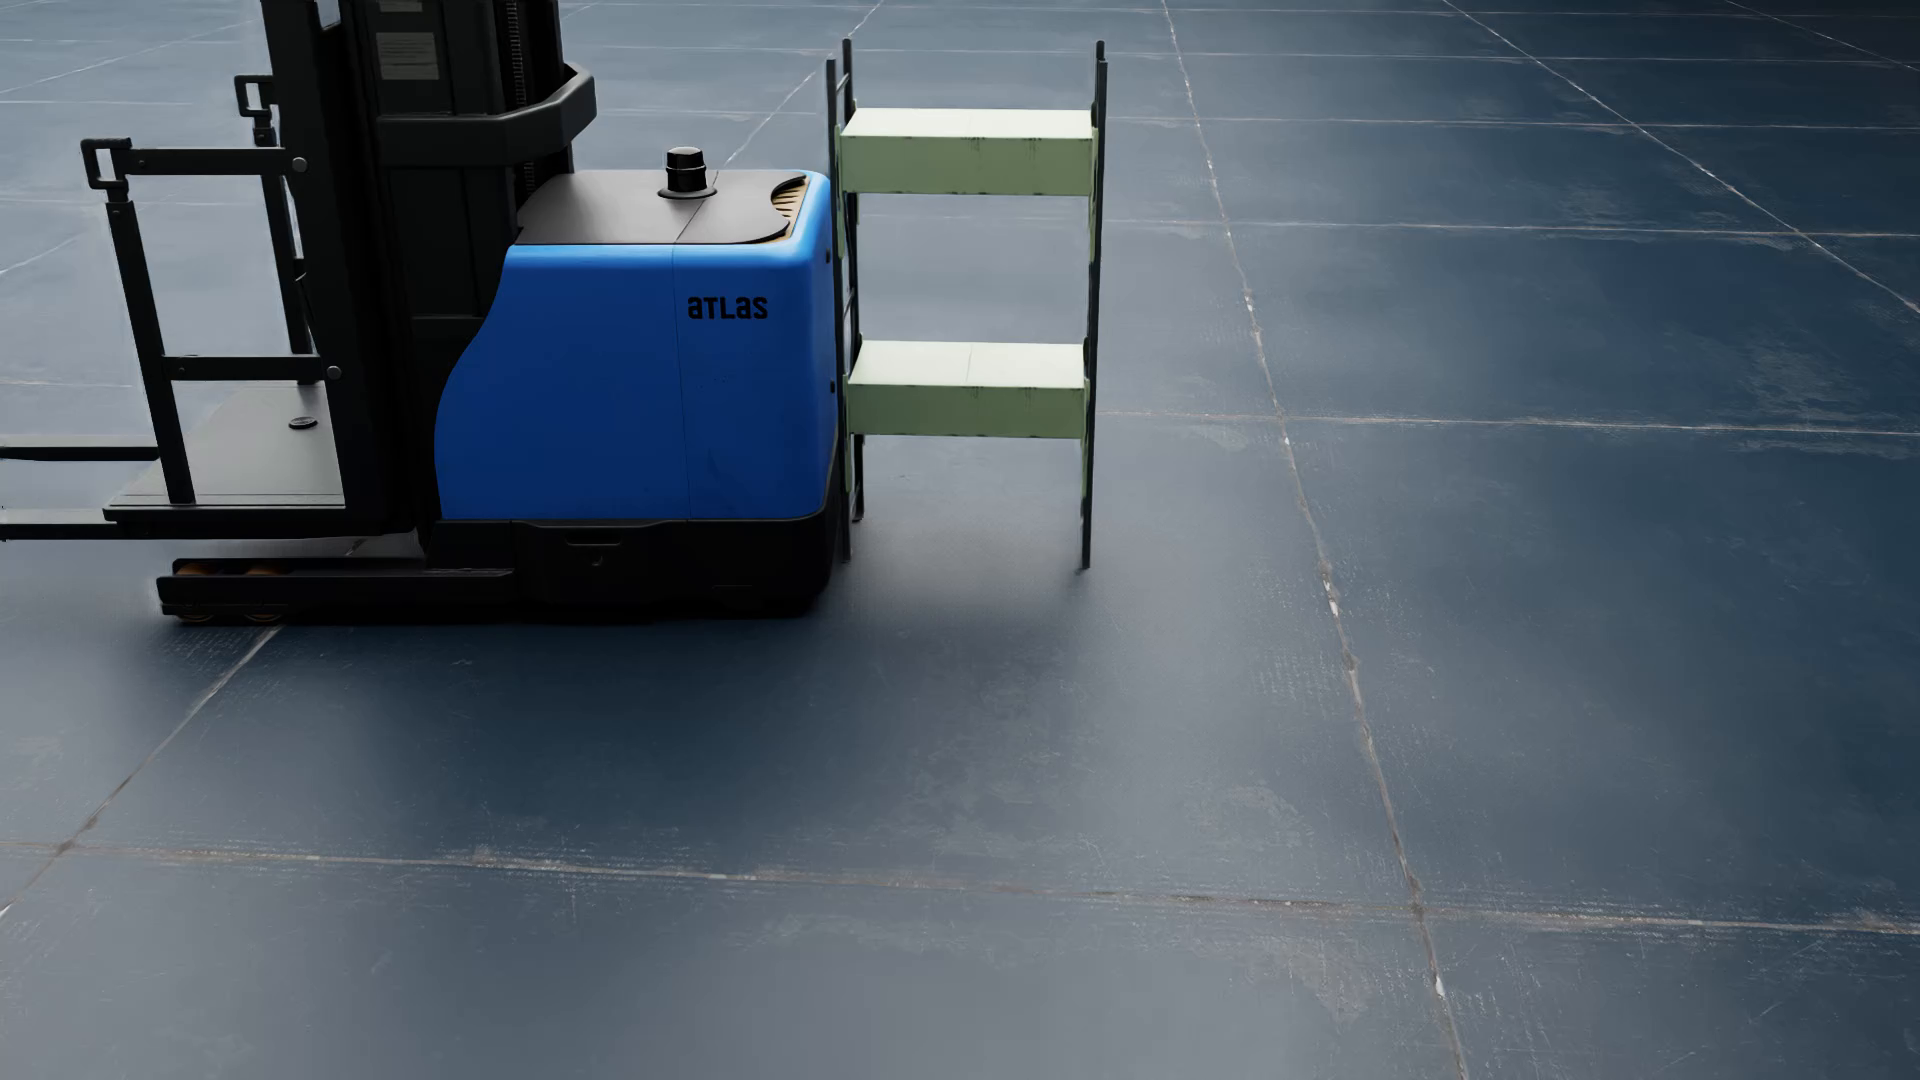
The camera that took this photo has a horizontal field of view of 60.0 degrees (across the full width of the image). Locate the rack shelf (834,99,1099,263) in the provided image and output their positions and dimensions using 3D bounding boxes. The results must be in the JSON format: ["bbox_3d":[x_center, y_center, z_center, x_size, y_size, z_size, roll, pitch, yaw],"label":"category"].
[{"bbox_3d":[0.028,-1.039,4.779,0.720,0.370,0.431,1,25,3],"label":"rack shelf"}]

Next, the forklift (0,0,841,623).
[{"bbox_3d":[-1.897,-1.318,4.609,3.031,2.935,1.130,0,25,0],"label":"forklift"}]

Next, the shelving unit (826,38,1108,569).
[{"bbox_3d":[0.028,-0.684,4.943,0.755,1.500,0.431,1,25,3],"label":"shelving unit"}]

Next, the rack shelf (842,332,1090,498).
[{"bbox_3d":[0.028,-0.388,5.079,0.720,0.370,0.431,1,25,3],"label":"rack shelf"}]

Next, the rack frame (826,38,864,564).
[{"bbox_3d":[-0.337,-0.693,4.962,0.023,1.500,0.400,1,25,3],"label":"rack frame"}]

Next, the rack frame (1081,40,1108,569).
[{"bbox_3d":[0.393,-0.675,4.923,0.023,1.500,0.400,1,25,3],"label":"rack frame"}]
